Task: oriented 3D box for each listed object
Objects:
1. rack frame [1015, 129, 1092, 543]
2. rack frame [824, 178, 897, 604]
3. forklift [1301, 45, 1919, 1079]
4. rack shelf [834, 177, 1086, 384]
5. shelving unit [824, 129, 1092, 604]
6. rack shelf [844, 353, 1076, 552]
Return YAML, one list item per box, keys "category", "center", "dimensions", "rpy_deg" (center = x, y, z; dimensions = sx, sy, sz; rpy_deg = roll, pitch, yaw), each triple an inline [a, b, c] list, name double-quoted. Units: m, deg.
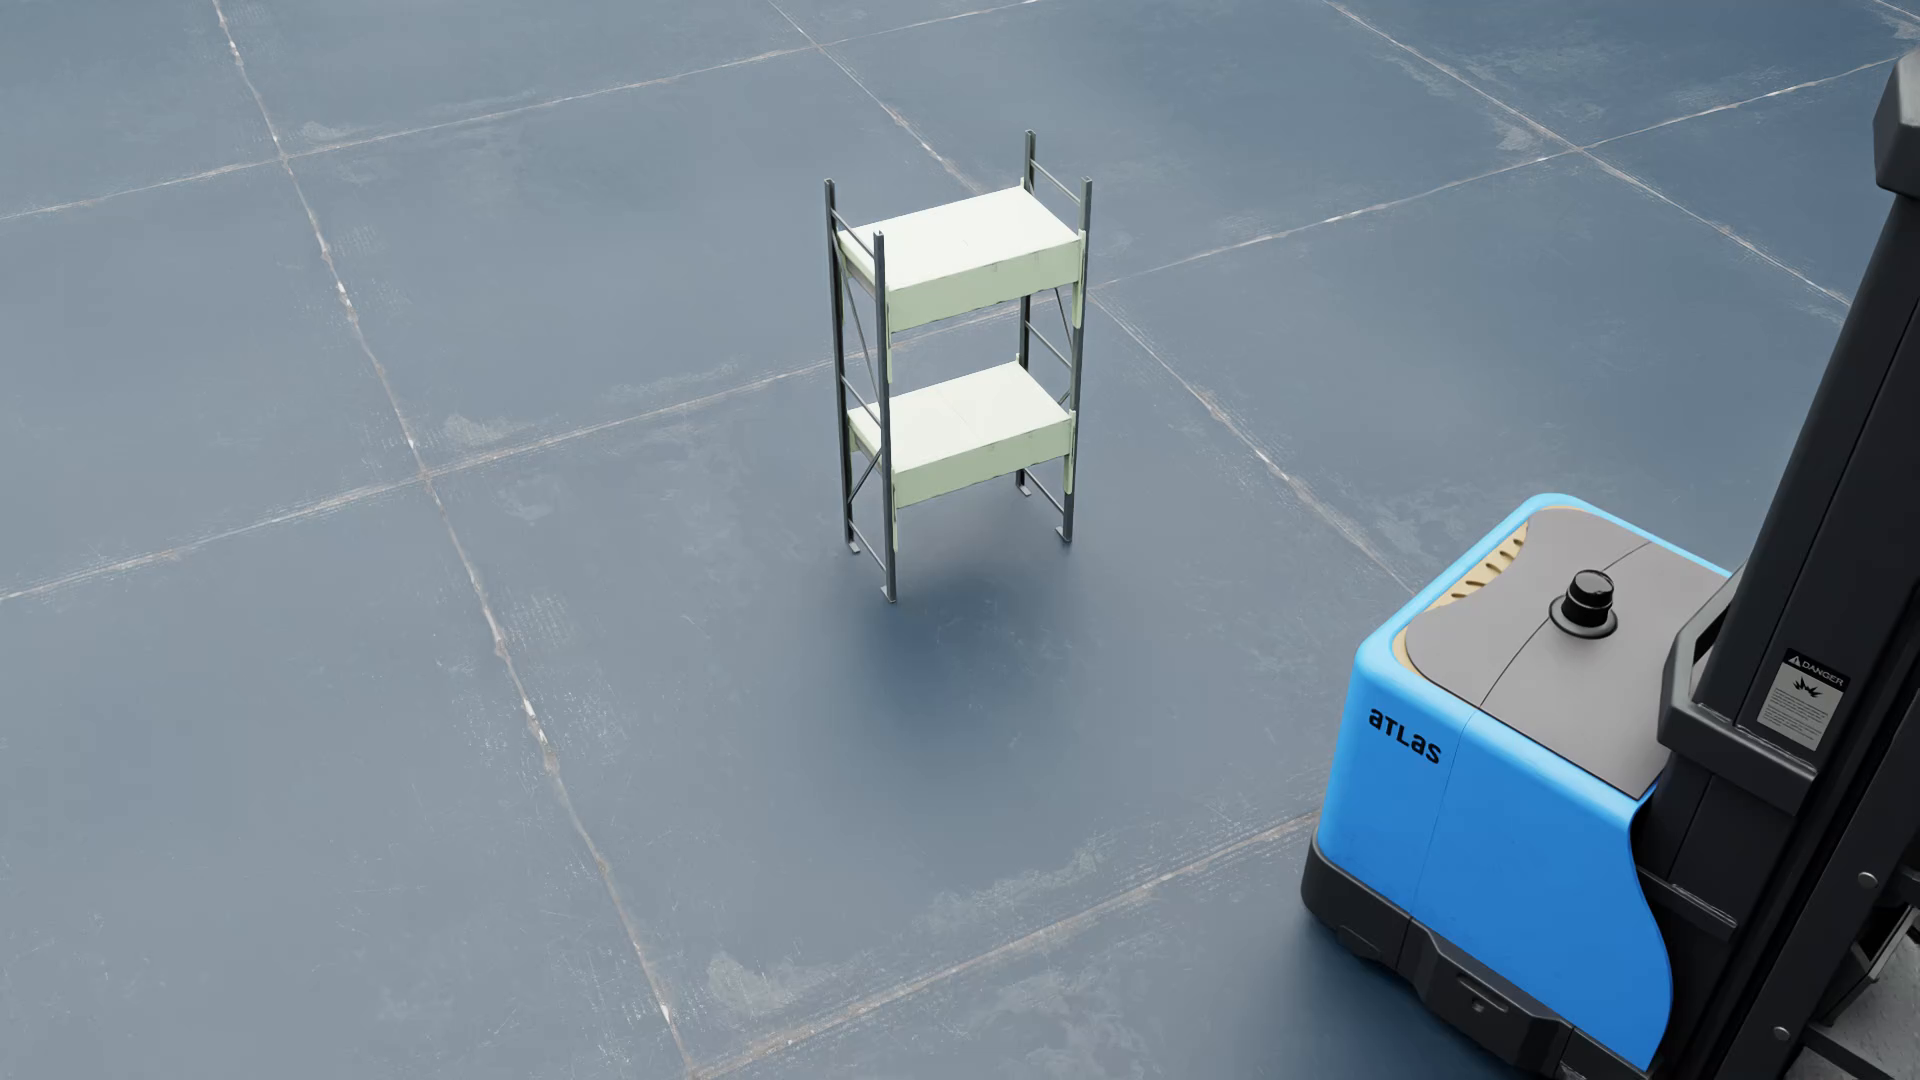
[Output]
- category: "rack frame"
  center: [0.319, -0.680, 5.892]
  dimensions: [0.023, 1.500, 0.400]
  rpy_deg: [-19, 44, -21]
- category: "rack frame"
  center: [-0.331, -0.461, 5.634]
  dimensions: [0.023, 1.500, 0.400]
  rpy_deg: [-19, 44, -21]
- category: "forklift"
  center: [2.407, 0.430, 3.473]
  dimensions: [3.031, 2.935, 1.130]
  rpy_deg: [33, 50, 32]
- category: "rack shelf"
  center: [-0.006, -0.868, 5.511]
  dimensions: [0.720, 0.370, 0.431]
  rpy_deg: [-19, 44, -21]
- category: "shelving unit"
  center: [-0.006, -0.570, 5.763]
  dimensions: [0.755, 1.500, 0.431]
  rpy_deg: [-19, 44, -21]
- category: "rack shelf"
  center: [-0.006, -0.322, 5.974]
  dimensions: [0.720, 0.370, 0.431]
  rpy_deg: [-19, 44, -21]
